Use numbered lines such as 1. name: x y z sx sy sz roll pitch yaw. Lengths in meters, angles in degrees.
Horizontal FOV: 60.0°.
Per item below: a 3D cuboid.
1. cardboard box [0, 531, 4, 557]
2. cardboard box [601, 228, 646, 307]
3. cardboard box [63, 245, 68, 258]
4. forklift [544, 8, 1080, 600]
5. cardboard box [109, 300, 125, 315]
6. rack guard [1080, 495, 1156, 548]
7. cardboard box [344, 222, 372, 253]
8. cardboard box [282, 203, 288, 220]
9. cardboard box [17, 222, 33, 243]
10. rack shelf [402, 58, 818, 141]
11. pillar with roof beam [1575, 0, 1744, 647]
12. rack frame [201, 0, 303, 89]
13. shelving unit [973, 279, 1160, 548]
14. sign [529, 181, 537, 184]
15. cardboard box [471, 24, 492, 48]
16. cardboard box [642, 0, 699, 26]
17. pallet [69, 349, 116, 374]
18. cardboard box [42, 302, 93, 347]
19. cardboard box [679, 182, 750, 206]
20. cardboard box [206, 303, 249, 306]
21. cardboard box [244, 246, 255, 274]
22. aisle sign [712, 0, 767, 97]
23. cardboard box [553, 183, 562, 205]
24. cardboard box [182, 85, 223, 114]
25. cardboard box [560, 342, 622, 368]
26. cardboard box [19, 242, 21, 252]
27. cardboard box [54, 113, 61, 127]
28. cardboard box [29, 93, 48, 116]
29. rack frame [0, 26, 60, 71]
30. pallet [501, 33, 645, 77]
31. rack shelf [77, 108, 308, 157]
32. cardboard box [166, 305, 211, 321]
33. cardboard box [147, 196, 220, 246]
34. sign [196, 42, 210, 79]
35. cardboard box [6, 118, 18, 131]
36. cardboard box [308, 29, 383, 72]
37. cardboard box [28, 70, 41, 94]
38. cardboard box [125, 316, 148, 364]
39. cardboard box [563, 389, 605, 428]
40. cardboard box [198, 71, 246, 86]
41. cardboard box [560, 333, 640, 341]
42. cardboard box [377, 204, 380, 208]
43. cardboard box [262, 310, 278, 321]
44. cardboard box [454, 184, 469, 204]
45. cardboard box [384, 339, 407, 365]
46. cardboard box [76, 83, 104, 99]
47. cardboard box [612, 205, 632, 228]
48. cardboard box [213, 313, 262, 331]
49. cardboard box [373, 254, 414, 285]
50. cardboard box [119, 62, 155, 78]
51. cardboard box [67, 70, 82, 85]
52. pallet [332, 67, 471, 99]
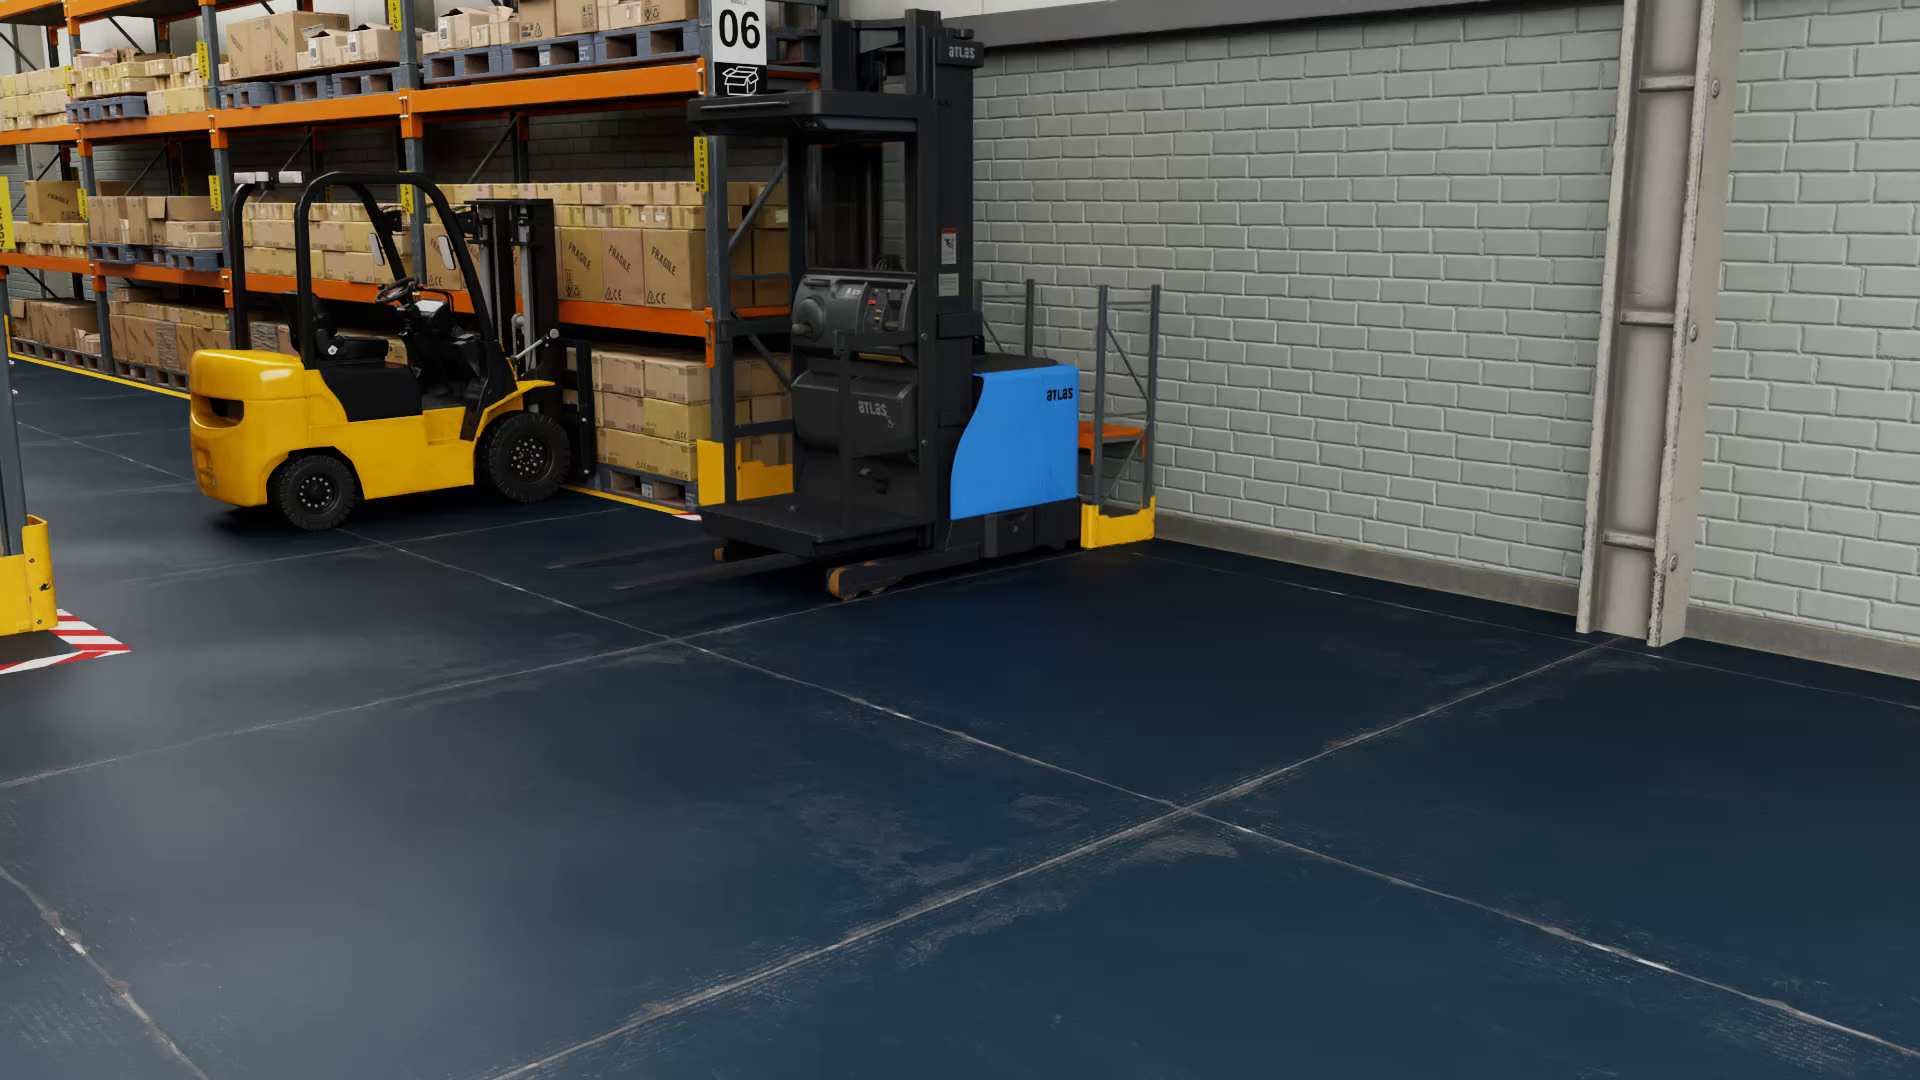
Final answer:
1. cardboard box: -5.116 -0.004 8.271 0.500 0.250 0.500 -11 16 -43
2. cardboard box: -2.053 -1.842 11.172 0.500 0.500 0.500 -10 15 -41
3. cardboard box: -10.415 -3.432 19.760 0.380 0.149 0.250 -10 16 -41
4. forklift: -0.722 -1.249 8.712 3.031 2.935 1.130 -11 16 -42
5. cardboard box: -9.403 -2.642 18.848 0.380 0.149 0.250 -10 15 -40
6. rack guard: 0.932 -0.111 9.775 0.587 0.250 0.087 -9 14 -43
7. cardboard box: -4.818 -2.546 13.970 0.500 0.250 0.500 11 16 44
8. cardboard box: -5.923 -2.986 15.116 0.380 0.149 0.250 -11 16 -42
9. cardboard box: -11.402 -3.837 20.739 0.500 0.250 0.500 -11 16 -44
10. rack shelf: -2.553 -3.090 11.824 1.077 0.370 4.000 -11 16 -43
11. pillar with roof beam: 0.029 -3.371 3.972 9.100 9.000 0.400 -11 16 -43
12. rack frame: -6.696 -5.787 15.699 1.000 3.000 0.127 -11 16 -43
13. shelving unit: 0.603 -0.798 10.016 0.587 1.500 1.083 -9 14 -43
14. sign: -3.534 -2.805 13.752 0.100 0.325 0.005 -11 16 -43
15. cardboard box: -3.313 -3.646 12.073 0.380 0.149 0.250 -10 15 -41
16. cardboard box: -1.654 -3.484 10.421 0.500 0.500 0.500 -10 15 -41
17. pallet: -9.932 -2.167 19.906 1.003 0.211 1.213 -11 16 -43
18. cardboard box: -11.012 -2.674 20.610 0.500 0.500 0.500 -11 16 -42
19. cardboard box: -1.571 -2.216 10.643 0.380 0.149 0.250 -11 16 -42
20. cardboard box: -8.071 -2.535 18.328 0.380 0.149 0.250 -11 16 -42
21. cardboard box: -6.567 -2.676 15.840 0.500 0.250 0.500 -11 16 -42
22. aisle sign: -1.339 -2.904 10.130 0.394 0.787 0.004 -11 16 -43
23. cardboard box: -2.635 -2.439 11.725 0.380 0.149 0.250 -11 16 -42
24. cardboard box: -7.226 -4.285 16.216 0.500 0.250 0.500 11 16 43
25. cardboard box: -2.772 -1.274 11.959 0.500 0.250 0.500 -11 16 -44
26. cardboard box: -11.777 -3.743 21.266 0.380 0.149 0.250 -11 16 -43
27. cardboard box: -10.266 -4.866 19.287 0.380 0.149 0.250 -10 15 -41
28. cardboard box: -10.685 -5.160 19.724 0.500 0.250 0.500 -10 16 -41
29. rack frame: -12.221 -6.954 21.366 1.000 3.000 0.127 -11 16 -43
30. pallet: -2.488 -3.392 11.726 1.003 0.211 1.213 -11 16 -43
31. rack shelf: -8.077 -4.257 17.491 1.077 0.370 4.000 -11 16 -43
32. cardboard box: -8.249 -2.425 17.794 0.380 0.149 0.250 -11 16 -42
33. cardboard box: -7.957 -3.317 17.282 0.637 0.503 0.797 11 16 44
34. sign: -7.090 -4.496 15.584 0.100 0.325 0.005 -11 16 -43
35. cardboard box: -11.520 -5.121 20.523 0.380 0.149 0.250 -11 16 -43
36. cardboard box: -5.140 -4.129 14.016 0.500 0.311 0.500 11 16 43
37. cardboard box: -10.682 -5.407 19.683 0.500 0.250 0.500 -11 16 -42
38. cardboard box: -8.912 -2.235 18.482 0.500 0.500 0.500 -11 16 -43
39. cardboard box: -2.444 -0.959 11.669 0.500 0.250 0.500 -11 16 -44
40. cardboard box: -7.115 -4.458 16.065 0.380 0.149 0.250 -10 16 -41
41. cardboard box: -2.754 -1.421 12.671 0.500 0.250 0.500 -11 16 -42
42. cardboard box: -4.653 -2.729 13.866 0.380 0.149 0.250 -11 16 -43
43. cardboard box: -6.995 -2.310 17.235 0.380 0.149 0.250 -10 15 -41
44. cardboard box: -3.670 -2.666 12.826 0.380 0.149 0.250 -11 16 -42
45. cardboard box: -4.302 -1.382 14.030 0.875 0.625 0.625 -10 15 -40
46. cardboard box: -9.386 -4.891 18.120 0.380 0.149 0.250 -11 16 -42
47. cardboard box: -2.109 -2.177 11.187 0.380 0.149 0.250 -11 16 -43
48. cardboard box: -7.220 -2.184 16.627 0.250 0.149 0.380 11 16 42
49. cardboard box: -4.471 -2.228 13.666 0.500 0.250 0.500 -10 16 -41
50. cardboard box: -8.464 -4.857 17.218 0.380 0.149 0.250 -11 16 -42
51. cardboard box: -9.569 -5.074 18.269 0.380 0.149 0.250 -10 15 -41
52. pallet: -4.552 -3.767 13.803 1.217 0.209 0.805 11 16 43
